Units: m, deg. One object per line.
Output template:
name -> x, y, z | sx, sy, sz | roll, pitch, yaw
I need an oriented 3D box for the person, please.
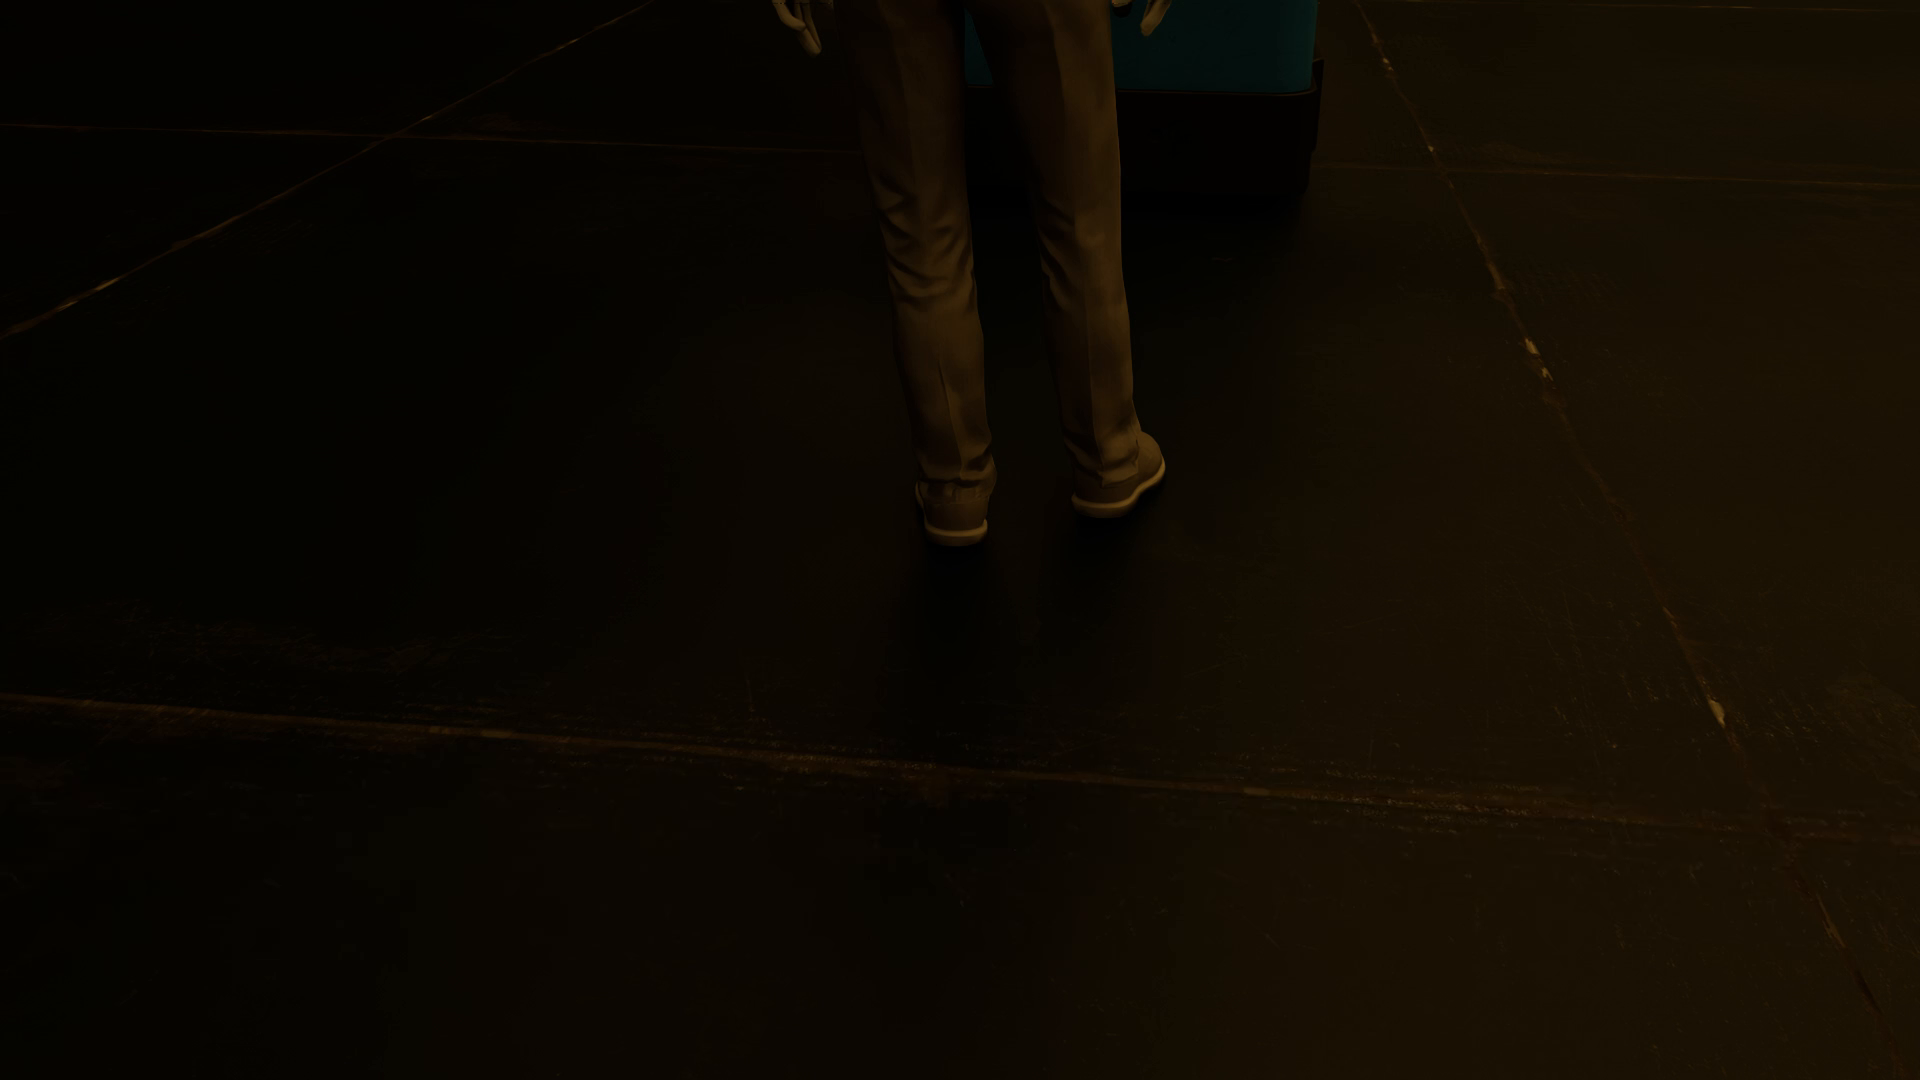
person -> 0.015, -0.794, 2.177 | 0.587, 1.696, 0.534 | 3, 27, 7

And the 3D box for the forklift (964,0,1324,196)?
forklift -> 0.526, -2.768, 4.765 | 1.130, 2.935, 3.031 | 4, 27, 7
